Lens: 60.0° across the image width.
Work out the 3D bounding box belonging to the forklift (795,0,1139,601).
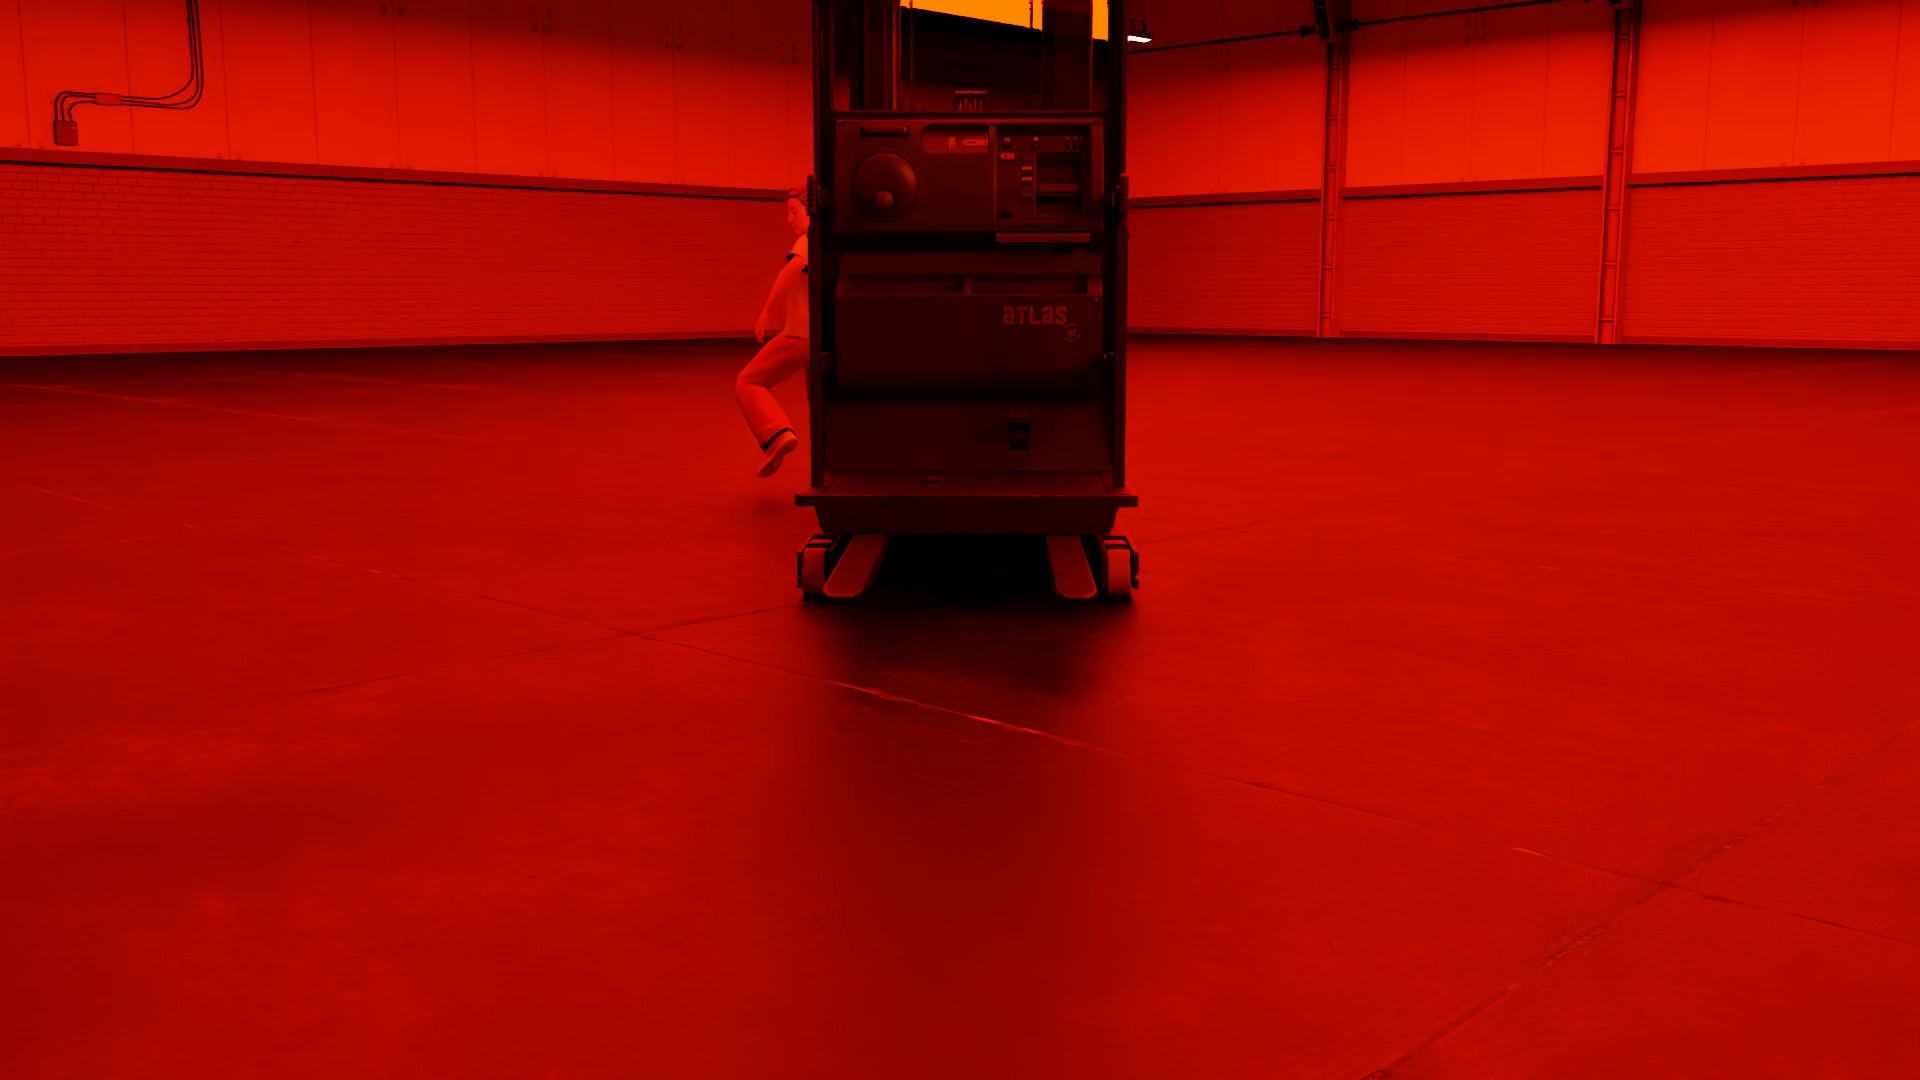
[{"bbox_3d":[0.029,-1.307,5.555,1.130,2.935,3.031,0,9,1],"label":"forklift"}]

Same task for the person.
[{"bbox_3d":[-0.783,-1.045,8.584,0.496,1.562,0.890,8,12,43],"label":"person"}]
